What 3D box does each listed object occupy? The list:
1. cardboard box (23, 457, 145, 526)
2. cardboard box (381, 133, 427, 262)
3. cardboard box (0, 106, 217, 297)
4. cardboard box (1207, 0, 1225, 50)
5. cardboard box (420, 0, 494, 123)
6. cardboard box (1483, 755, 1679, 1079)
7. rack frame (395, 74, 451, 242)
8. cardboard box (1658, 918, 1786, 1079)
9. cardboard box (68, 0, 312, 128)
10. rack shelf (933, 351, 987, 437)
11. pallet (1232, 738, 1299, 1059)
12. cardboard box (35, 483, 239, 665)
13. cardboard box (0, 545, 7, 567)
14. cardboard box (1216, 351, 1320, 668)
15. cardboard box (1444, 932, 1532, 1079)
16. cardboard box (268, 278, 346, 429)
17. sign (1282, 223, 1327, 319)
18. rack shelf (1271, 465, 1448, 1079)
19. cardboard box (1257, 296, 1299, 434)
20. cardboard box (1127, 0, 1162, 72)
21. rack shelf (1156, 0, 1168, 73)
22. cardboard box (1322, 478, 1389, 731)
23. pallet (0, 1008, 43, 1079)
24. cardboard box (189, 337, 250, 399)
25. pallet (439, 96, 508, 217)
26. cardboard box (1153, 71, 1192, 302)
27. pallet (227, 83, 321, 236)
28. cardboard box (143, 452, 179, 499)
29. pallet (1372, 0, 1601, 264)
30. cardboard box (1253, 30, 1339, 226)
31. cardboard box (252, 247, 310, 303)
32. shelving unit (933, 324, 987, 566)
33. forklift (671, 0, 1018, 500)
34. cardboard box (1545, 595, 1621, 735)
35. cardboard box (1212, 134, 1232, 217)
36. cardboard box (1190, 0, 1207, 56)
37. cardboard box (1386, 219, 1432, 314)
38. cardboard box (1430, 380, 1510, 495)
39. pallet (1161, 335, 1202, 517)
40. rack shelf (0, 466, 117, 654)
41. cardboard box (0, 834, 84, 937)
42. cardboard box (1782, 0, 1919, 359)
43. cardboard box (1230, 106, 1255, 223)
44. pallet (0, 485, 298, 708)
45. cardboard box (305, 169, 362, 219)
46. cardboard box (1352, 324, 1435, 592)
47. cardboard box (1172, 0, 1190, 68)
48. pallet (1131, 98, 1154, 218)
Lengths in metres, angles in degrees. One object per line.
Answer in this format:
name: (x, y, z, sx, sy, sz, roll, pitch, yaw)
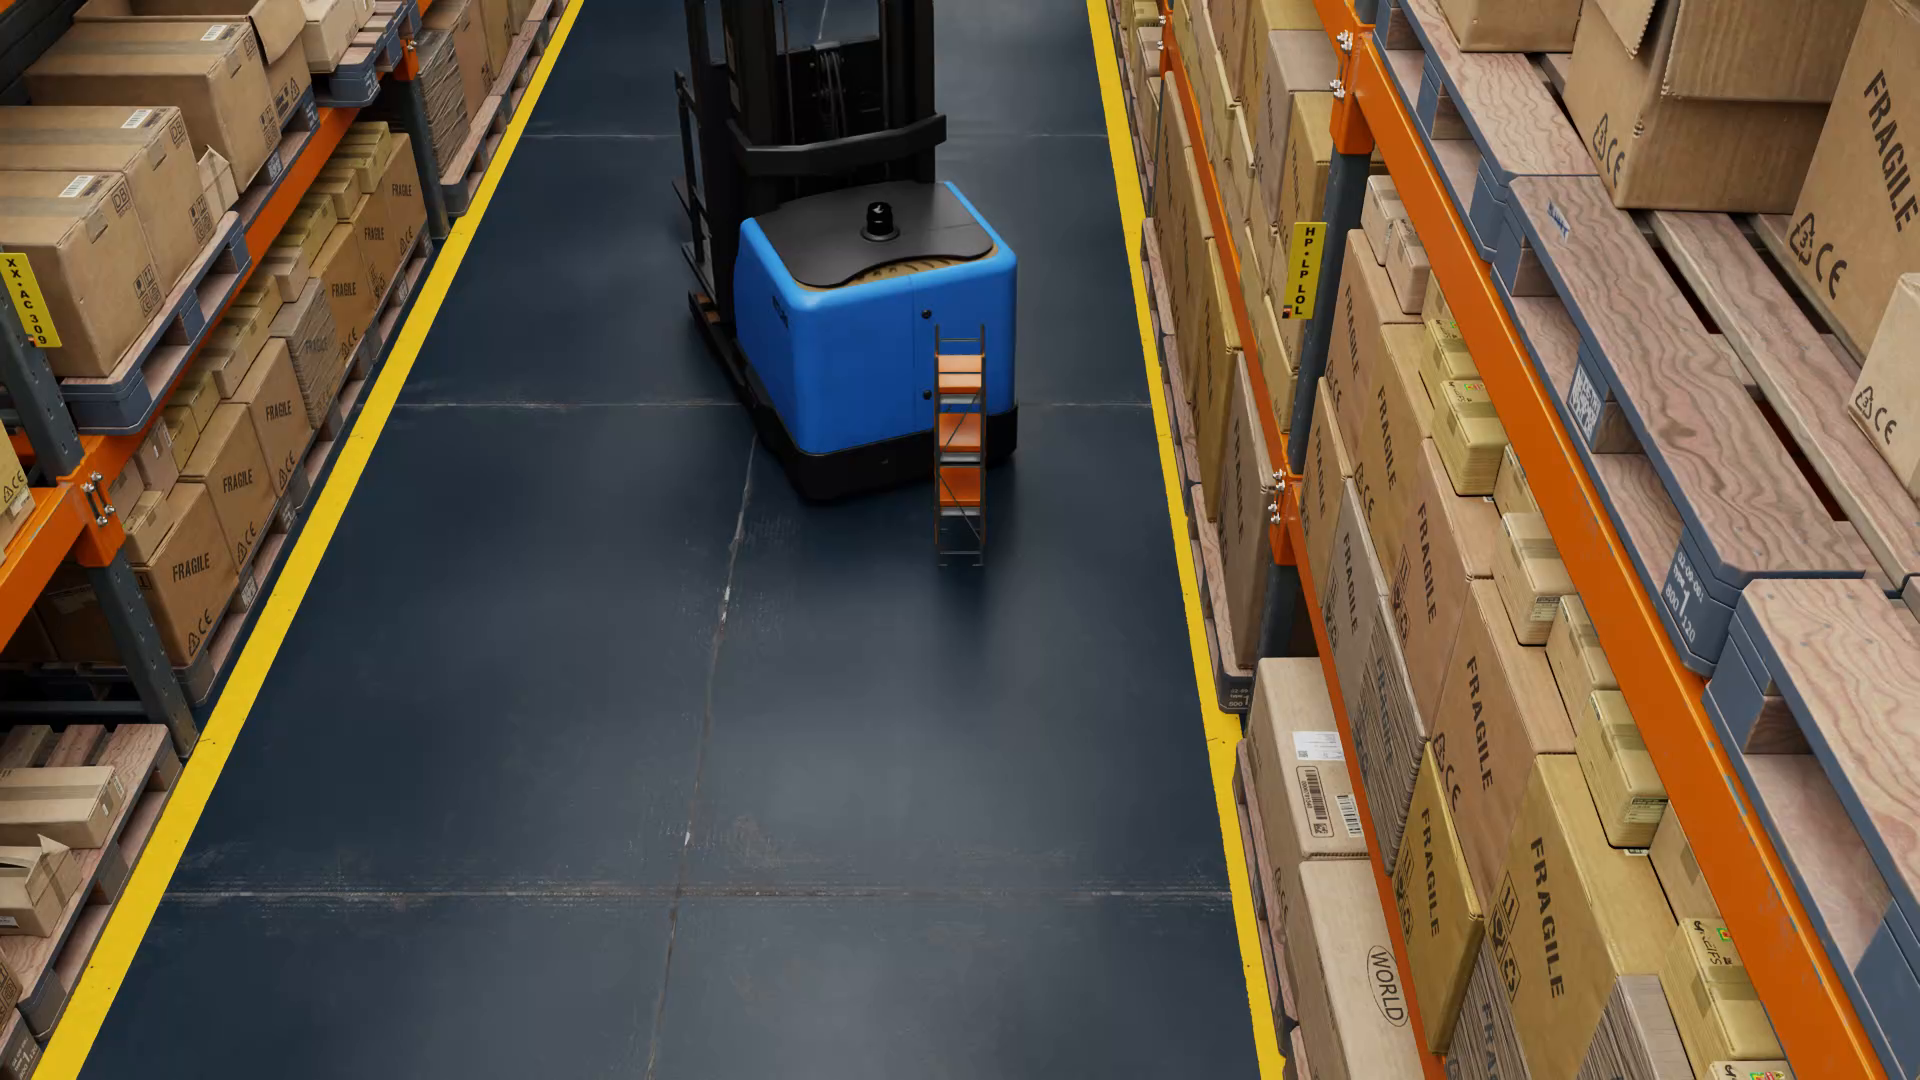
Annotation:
cardboard box: (-3.180, -0.168, 5.967, 0.380, 0.149, 0.250, -1, 39, -1)
cardboard box: (-3.175, -1.811, 8.774, 0.500, 0.500, 0.500, 1, 39, 1)
cardboard box: (-3.163, -1.215, 5.952, 0.700, 0.500, 0.500, 0, 39, 0)
cardboard box: (1.325, -2.380, 6.941, 0.500, 0.500, 0.500, 1, 39, 1)
cardboard box: (-3.386, -2.923, 10.062, 0.875, 0.625, 0.625, 1, 39, 1)
cardboard box: (1.317, 0.743, 3.044, 0.500, 0.500, 0.500, 0, 39, 0)
rack frame: (-3.390, -2.887, 8.454, 1.000, 3.000, 0.127, 0, 39, 0)
cardboard box: (1.314, 0.726, 2.547, 0.380, 0.149, 0.250, 1, 39, 1)
cardboard box: (-3.203, -2.070, 7.016, 0.797, 0.503, 0.637, -1, 39, -1)
rack shelf: (0.000, -0.589, 6.709, 0.215, 0.259, 0.240, 0, 39, 0)
pallet: (1.501, 1.172, 5.618, 1.003, 0.211, 1.213, 0, 39, 0)
cardboard box: (-3.161, 0.123, 6.360, 0.500, 0.500, 0.500, 2, 39, 2)
cardboard box: (-3.111, 0.075, 4.959, 0.380, 0.149, 0.250, 1, 39, 1)
cardboard box: (1.497, -0.114, 6.357, 0.875, 0.875, 0.875, 1, 39, 1)
cardboard box: (1.322, 1.134, 3.356, 0.500, 0.500, 0.500, 1, 39, 1)
cardboard box: (-3.162, -0.846, 7.570, 0.500, 0.500, 0.500, -1, 39, -2)
sign: (1.036, -0.806, 4.994, 0.100, 0.325, 0.005, 0, 39, 0)
rack shelf: (1.580, 1.140, 4.004, 1.077, 0.370, 4.000, 0, 39, 0)
cardboard box: (1.326, -0.613, 5.736, 0.500, 0.250, 0.500, -1, 39, -1)
cardboard box: (1.579, -3.320, 10.760, 0.950, 0.372, 0.625, 1, 39, 1)
rack shelf: (1.571, -3.863, 10.247, 1.077, 0.370, 4.000, 0, 39, 0)
cardboard box: (1.313, 0.178, 4.549, 0.500, 0.500, 0.500, 0, 39, 0)
pallet: (-3.381, 1.897, 4.714, 1.003, 0.211, 1.213, 0, 39, 0)
cardboard box: (-3.186, -0.713, 6.885, 0.380, 0.149, 0.250, 0, 39, 0)
pallet: (-3.352, -2.314, 9.968, 1.003, 0.211, 1.213, 0, 39, 0)
cardboard box: (1.491, -1.796, 8.455, 0.875, 0.875, 0.875, 0, 39, 0)
pallet: (-3.383, -1.596, 6.996, 1.003, 0.211, 1.213, 0, 39, 0)
cardboard box: (-3.197, -0.225, 6.276, 0.380, 0.149, 0.250, -1, 39, -1)
pallet: (1.569, -1.016, 3.791, 1.003, 0.211, 1.213, 0, 39, 0)
cardboard box: (1.319, -1.423, 5.748, 0.500, 0.500, 0.500, 1, 39, 1)
cardboard box: (-3.163, -1.191, 7.481, 0.380, 0.149, 0.250, -2, 39, -2)
shelving unit: (0.000, -0.376, 6.880, 0.215, 1.050, 0.252, 0, 39, 0)
forklift: (-0.761, -2.246, 7.709, 1.130, 2.935, 3.031, -14, 41, -17)
cardboard box: (1.344, 0.241, 3.152, 0.380, 0.149, 0.250, 1, 39, 1)
cardboard box: (1.340, -1.570, 6.931, 0.500, 0.250, 0.500, 0, 39, 0)
cardboard box: (1.327, -2.389, 7.553, 0.500, 0.250, 0.500, 1, 39, 1)
cardboard box: (1.335, -0.716, 4.346, 0.380, 0.149, 0.250, 1, 39, 1)
cardboard box: (1.288, -0.234, 3.746, 0.380, 0.149, 0.250, -1, 39, -1)
pallet: (1.498, -0.551, 7.768, 1.003, 0.211, 1.213, 0, 39, 0)
rack shelf: (-3.383, 1.146, 3.997, 1.077, 0.370, 4.000, 0, 39, 0)
cardboard box: (-3.091, 1.089, 5.343, 0.396, 0.266, 0.258, 1, 39, 2)
cardboard box: (1.730, -0.563, 2.660, 0.500, 0.500, 0.500, 1, 39, 1)
cardboard box: (1.320, -1.440, 6.368, 0.500, 0.250, 0.500, 1, 39, 1)
pallet: (-3.424, 0.194, 6.839, 1.003, 0.211, 1.213, 0, 39, 0)
cardboard box: (-3.149, -1.684, 8.098, 0.380, 0.149, 0.250, -1, 39, -2)
cardboard box: (1.331, -0.207, 4.230, 0.500, 0.500, 0.500, -1, 39, -1)
cardboard box: (1.323, -2.528, 8.126, 0.500, 0.250, 0.500, -1, 39, -1)
pallet: (1.574, -2.293, 9.943, 1.003, 0.211, 1.213, 0, 39, 0)
